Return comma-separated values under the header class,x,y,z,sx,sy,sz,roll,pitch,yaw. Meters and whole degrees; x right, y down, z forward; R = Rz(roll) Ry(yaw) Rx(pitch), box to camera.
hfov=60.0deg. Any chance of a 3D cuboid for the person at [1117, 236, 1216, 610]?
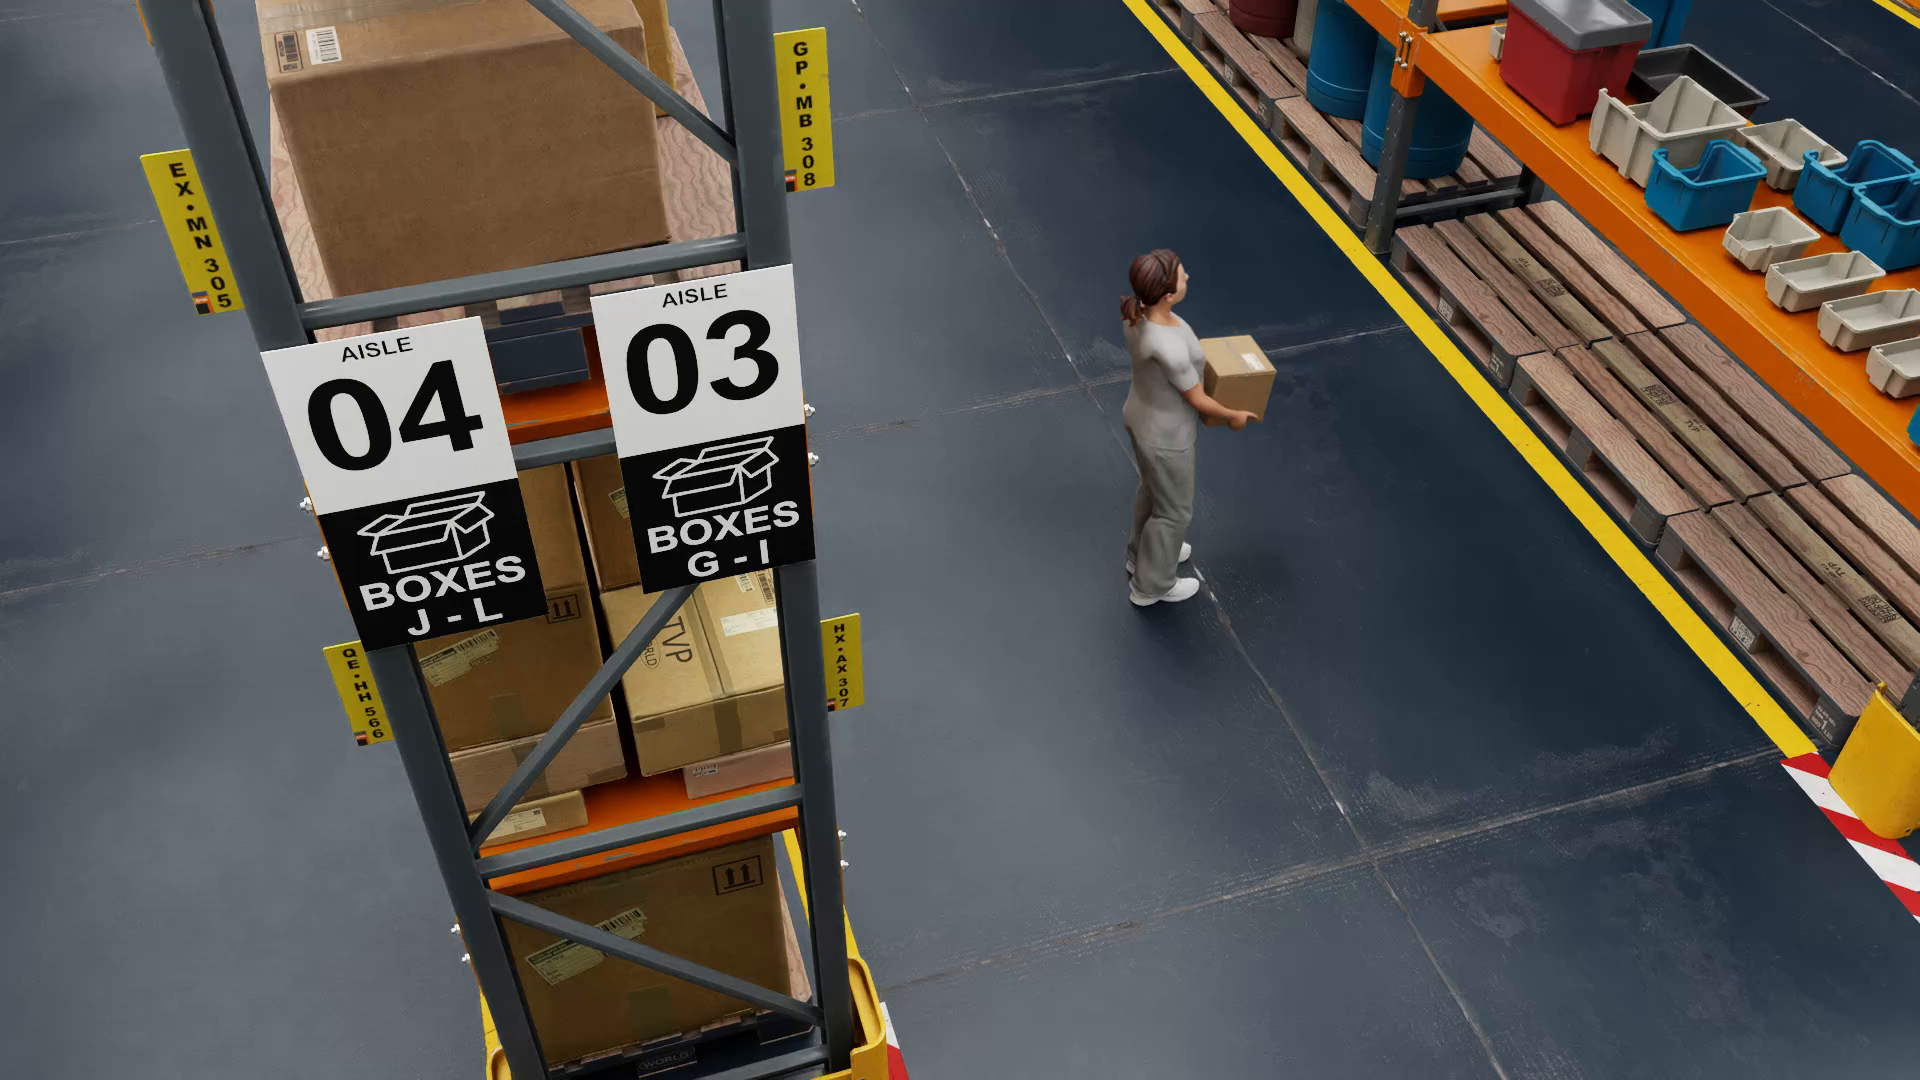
class,x,y,z,sx,sy,sz,roll,pitch,yaw
person,0.843,-0.465,6.672,0.414,1.672,0.514,-14,44,-15
